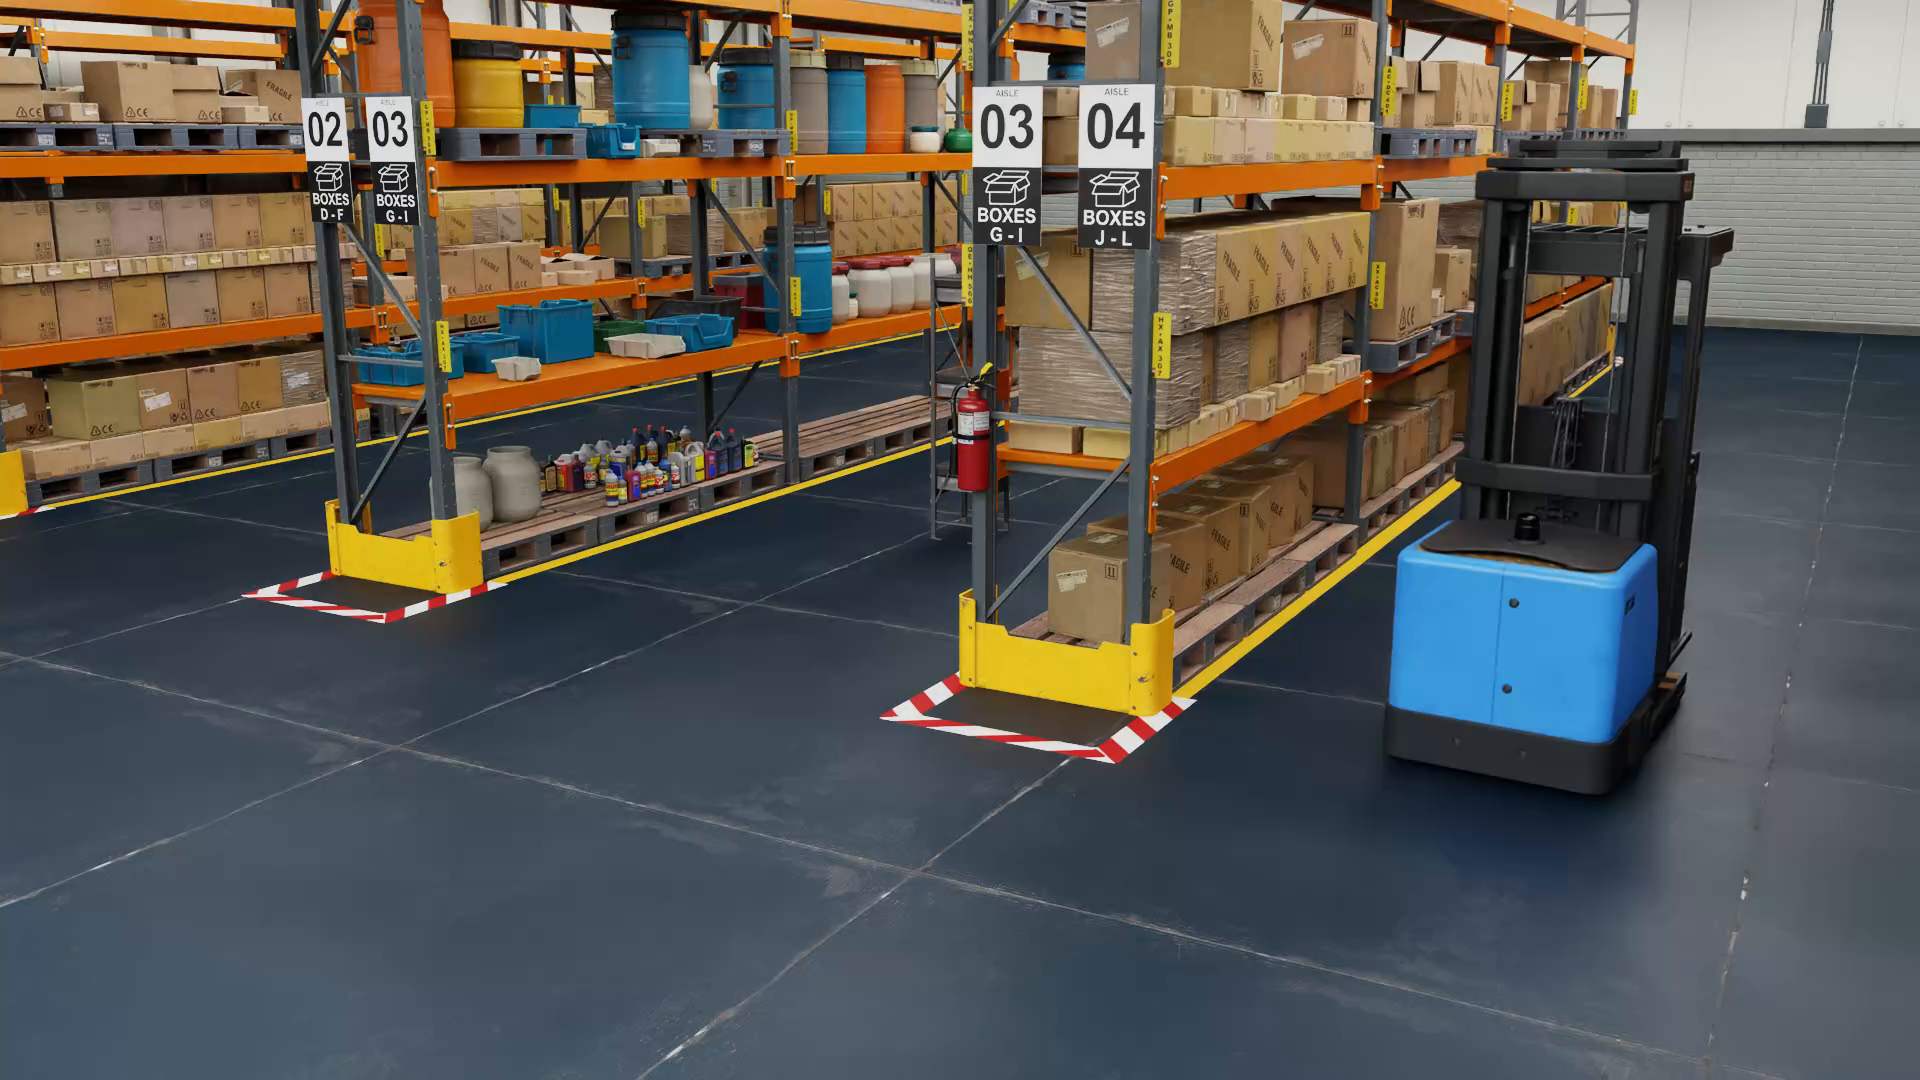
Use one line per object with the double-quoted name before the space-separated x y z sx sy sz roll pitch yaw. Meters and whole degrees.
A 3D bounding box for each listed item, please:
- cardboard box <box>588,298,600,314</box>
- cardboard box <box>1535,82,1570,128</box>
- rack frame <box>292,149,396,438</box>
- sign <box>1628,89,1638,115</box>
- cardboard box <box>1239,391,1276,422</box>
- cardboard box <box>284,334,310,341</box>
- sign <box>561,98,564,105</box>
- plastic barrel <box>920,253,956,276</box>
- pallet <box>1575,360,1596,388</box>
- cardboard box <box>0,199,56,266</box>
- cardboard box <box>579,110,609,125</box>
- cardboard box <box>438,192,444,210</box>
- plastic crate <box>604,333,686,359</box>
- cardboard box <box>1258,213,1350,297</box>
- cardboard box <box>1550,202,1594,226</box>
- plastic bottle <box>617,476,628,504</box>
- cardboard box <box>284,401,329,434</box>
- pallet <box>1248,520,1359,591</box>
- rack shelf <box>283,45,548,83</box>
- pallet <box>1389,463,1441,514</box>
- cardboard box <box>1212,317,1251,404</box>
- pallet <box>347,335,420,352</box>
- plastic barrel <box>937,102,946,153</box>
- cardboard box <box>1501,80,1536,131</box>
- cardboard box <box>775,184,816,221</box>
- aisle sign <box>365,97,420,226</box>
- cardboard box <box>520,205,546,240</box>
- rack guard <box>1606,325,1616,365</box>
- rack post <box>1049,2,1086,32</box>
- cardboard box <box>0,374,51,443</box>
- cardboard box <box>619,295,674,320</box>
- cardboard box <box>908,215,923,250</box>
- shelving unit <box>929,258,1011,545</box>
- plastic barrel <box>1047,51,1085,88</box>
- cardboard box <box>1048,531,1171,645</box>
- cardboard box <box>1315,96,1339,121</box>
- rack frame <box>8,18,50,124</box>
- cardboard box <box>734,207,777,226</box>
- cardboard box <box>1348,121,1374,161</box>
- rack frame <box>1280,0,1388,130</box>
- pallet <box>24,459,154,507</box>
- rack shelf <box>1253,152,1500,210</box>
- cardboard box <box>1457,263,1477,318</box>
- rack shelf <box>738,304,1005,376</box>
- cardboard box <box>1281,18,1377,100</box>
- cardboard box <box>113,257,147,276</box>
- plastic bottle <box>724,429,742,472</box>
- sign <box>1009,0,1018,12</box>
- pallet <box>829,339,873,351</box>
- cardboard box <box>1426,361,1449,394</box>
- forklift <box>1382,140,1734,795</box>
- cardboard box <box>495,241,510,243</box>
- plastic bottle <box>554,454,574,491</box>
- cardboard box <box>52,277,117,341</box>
"cardboard box" -6.225 -3.890 26.708 0.700 0.500 0.500 8 16 29
"cardboard box" 6.658 -5.003 19.162 0.700 0.500 0.500 6 15 25
"rack frame" -6.205 -2.558 16.743 1.000 3.000 0.127 7 15 28
"sign" 8.734 -5.682 21.583 0.100 0.325 0.005 7 15 28
"cardboard box" 1.688 -0.820 10.071 0.380 0.149 0.250 7 15 28
"cardboard box" -8.912 -2.784 22.076 0.700 0.500 0.500 8 16 29
"sign" -4.746 -5.150 19.992 0.100 0.325 0.005 7 15 28
"plastic barrel" -0.248 -2.636 16.827 0.421 0.512 0.421 0 14 0
"pallet" 7.357 -2.119 20.872 1.003 0.211 1.213 7 15 28
"cardboard box" -7.877 -2.522 13.611 0.700 0.500 0.500 7 15 28
"cardboard box" -4.442 -4.868 19.351 0.500 0.250 0.500 6 15 24
"cardboard box" -7.667 -4.784 23.485 0.500 0.250 0.500 7 15 28
"plastic crate" -2.434 -1.506 12.942 0.530 0.136 0.437 7 15 28
"cardboard box" 2.247 -1.888 10.982 0.500 0.500 0.500 7 15 28
"cardboard box" 7.280 -3.789 19.935 0.500 0.500 0.500 7 15 26
"plastic bottle" -2.605 -0.387 12.769 0.097 0.201 0.097 0 14 0
"cardboard box" -6.489 -1.204 16.098 0.500 0.250 0.500 7 15 28
"pallet" 2.171 0.063 11.823 1.003 0.211 1.213 7 15 28
"rack shelf" -7.643 -6.722 23.602 1.077 0.370 4.000 7 15 28
"pallet" 3.429 -0.490 14.116 1.003 0.211 1.213 7 15 28
"cardboard box" 1.237 -1.131 9.976 0.875 0.500 0.500 7 15 28
"pallet" -8.163 -2.737 23.434 1.003 0.211 1.213 7 15 28
"plastic barrel" -0.356 -4.300 17.331 0.421 0.512 0.421 0 14 0
"cardboard box" 5.367 -4.389 16.824 0.797 0.503 0.637 7 15 27
"cardboard box" -2.320 -4.867 23.974 0.500 0.500 0.500 7 15 28
"aisle sign" -3.583 -2.391 10.504 0.394 0.787 0.004 7 15 28
"cardboard box" -6.679 -4.839 25.316 0.500 0.500 0.500 7 15 27
"rack guard" 8.277 -2.686 22.610 1.175 0.500 0.348 7 15 28
"rack post" 1.129 -5.881 18.793 0.937 0.300 0.954 9 16 34
"cardboard box" -8.140 -1.113 14.120 0.500 0.500 0.500 7 15 28
"cardboard box" -4.002 -2.972 21.257 0.500 0.250 0.500 8 16 30
"cardboard box" -0.876 -4.737 25.569 0.500 0.500 0.500 8 15 28
"shelving unit" 0.080 -1.055 12.428 0.431 2.100 0.503 7 15 28
"plastic barrel" 1.305 -5.176 19.236 0.600 0.901 0.708 7 15 28
"cardboard box" 0.848 0.271 9.447 0.500 0.500 0.500 11 17 38
"cardboard box" 2.195 -2.749 10.605 0.380 0.149 0.250 7 15 26
"rack frame" -10.544 -6.035 18.365 1.000 3.000 0.127 7 15 28
"cardboard box" -2.763 -4.380 23.192 0.700 0.500 0.500 2 14 9
"cardboard box" 2.473 -2.697 11.240 0.500 0.250 0.500 8 16 30
"rack frame" 2.465 -4.351 11.381 1.000 3.000 0.127 7 15 28
"pallet" -7.806 -0.543 14.336 1.003 0.211 1.213 7 15 28
"rack shelf" 3.432 -2.953 13.519 1.077 0.370 4.000 7 15 28
"cardboard box" 4.872 -2.373 15.762 0.500 0.500 0.500 8 16 30
"rack shelf" -0.904 -2.056 16.198 1.077 0.370 4.000 7 15 28
"cardboard box" 2.470 -3.208 11.125 0.500 0.500 0.500 7 15 26
"cardboard box" -7.263 -2.369 14.363 0.380 0.149 0.250 7 15 26
"plastic bottle" -1.930 -0.757 13.987 0.144 0.351 0.185 7 15 27
"sign" 0.548 -5.515 16.898 0.100 0.325 0.005 7 15 28
"pallet" -2.005 -2.984 24.462 1.003 0.211 1.213 7 15 28
"cardboard box" 4.101 -1.478 15.057 0.500 0.250 0.500 8 16 30
"forklift" 3.250 -0.565 8.625 1.130 2.935 3.031 8 16 31
"cardboard box" -6.934 -4.382 24.805 0.380 0.149 0.250 7 15 28
"plastic bottle" -3.155 -0.540 13.246 0.152 0.276 0.135 8 15 28
"cardboard box" -7.653 -1.988 14.168 0.700 0.500 0.500 8 16 29
